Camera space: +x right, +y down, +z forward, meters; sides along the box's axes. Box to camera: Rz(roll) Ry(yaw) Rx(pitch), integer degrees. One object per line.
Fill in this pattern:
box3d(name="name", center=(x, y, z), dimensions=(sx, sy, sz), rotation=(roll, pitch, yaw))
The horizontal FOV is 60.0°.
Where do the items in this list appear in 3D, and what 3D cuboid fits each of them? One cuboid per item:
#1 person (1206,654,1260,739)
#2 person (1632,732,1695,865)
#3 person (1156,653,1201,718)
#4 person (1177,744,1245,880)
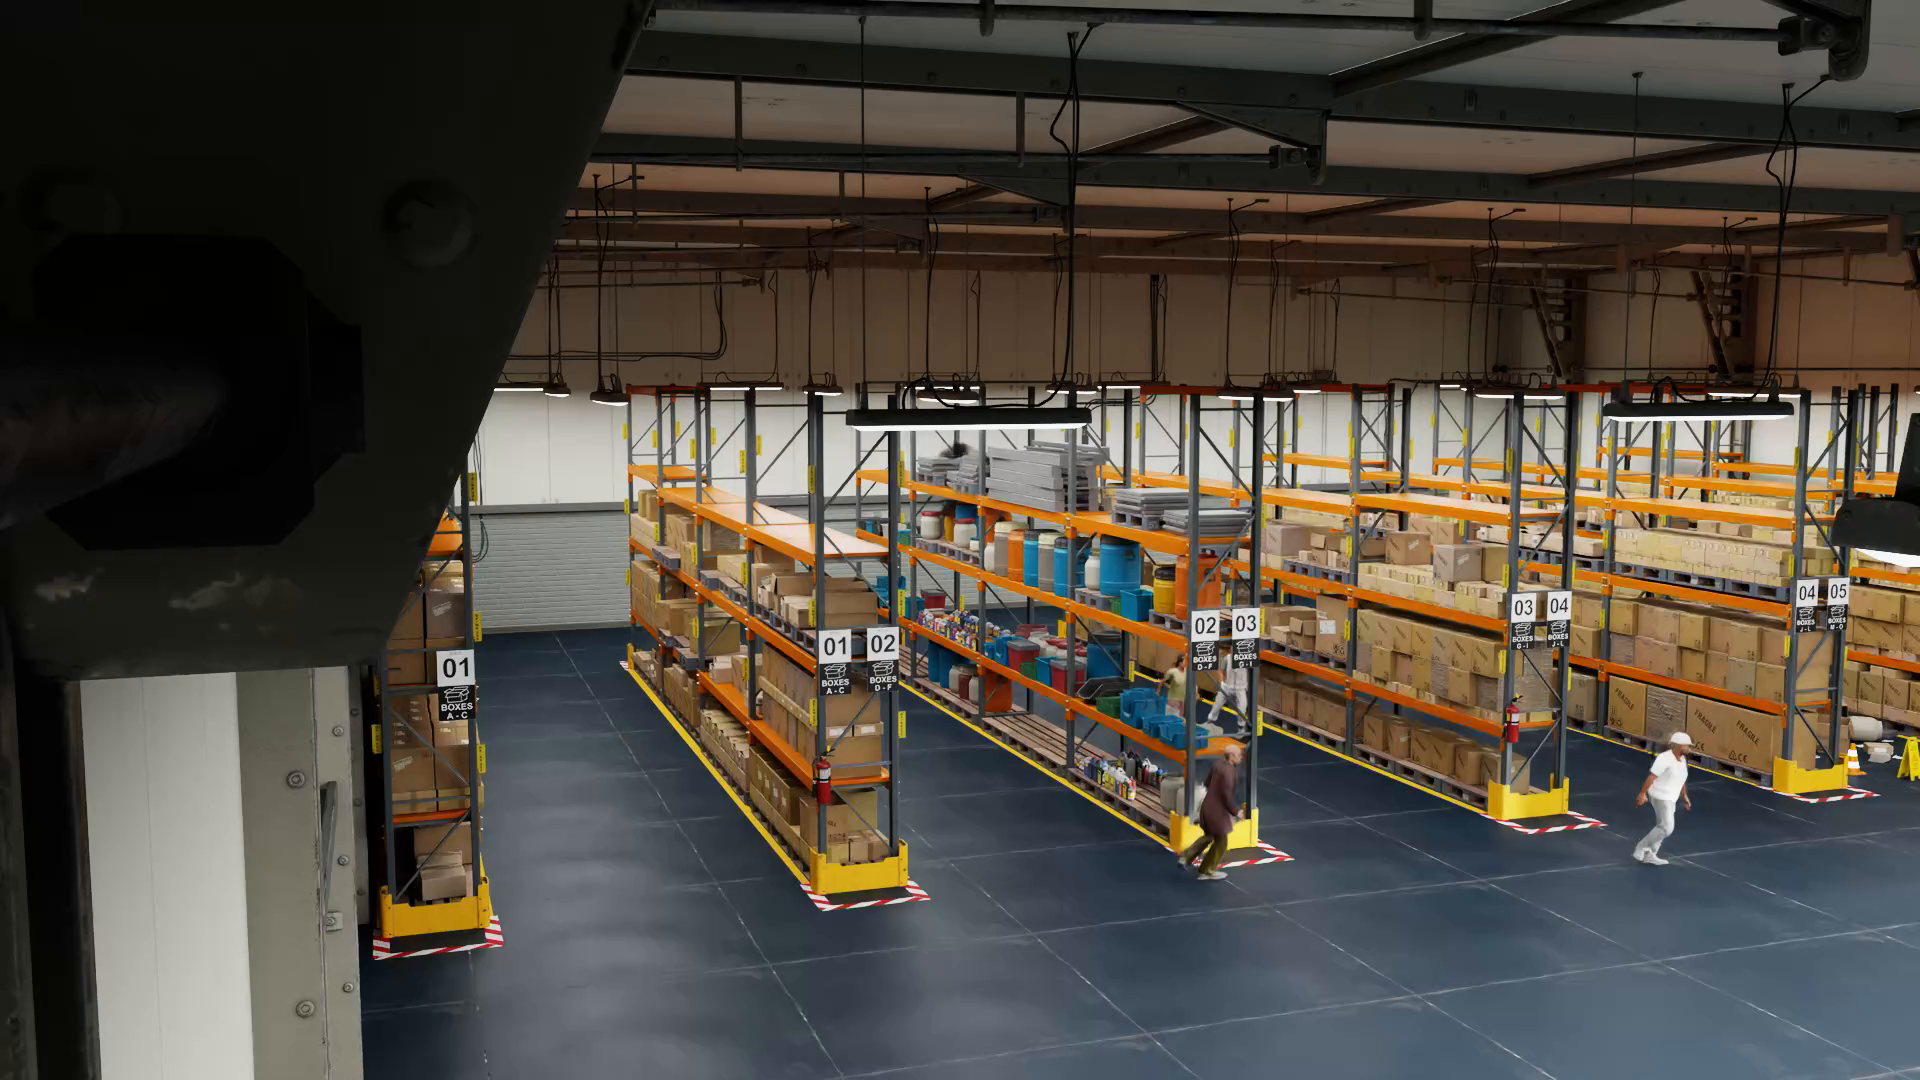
box3d(name="person", center=(4.630, 2.544, 28.533), dimensions=(0.973, 1.714, 0.456), rotation=(2, 6, 21))
box3d(name="person", center=(8.975, 3.292, 21.178), dimensions=(0.710, 1.731, 0.604), rotation=(-6, 8, -45))
box3d(name="person", center=(3.646, 2.669, 27.578), dimensions=(0.562, 1.613, 0.724), rotation=(-3, 6, -24))
box3d(name="person", center=(3.091, 3.363, 20.532), dimensions=(0.780, 1.707, 0.689), rotation=(-1, 6, -11))
